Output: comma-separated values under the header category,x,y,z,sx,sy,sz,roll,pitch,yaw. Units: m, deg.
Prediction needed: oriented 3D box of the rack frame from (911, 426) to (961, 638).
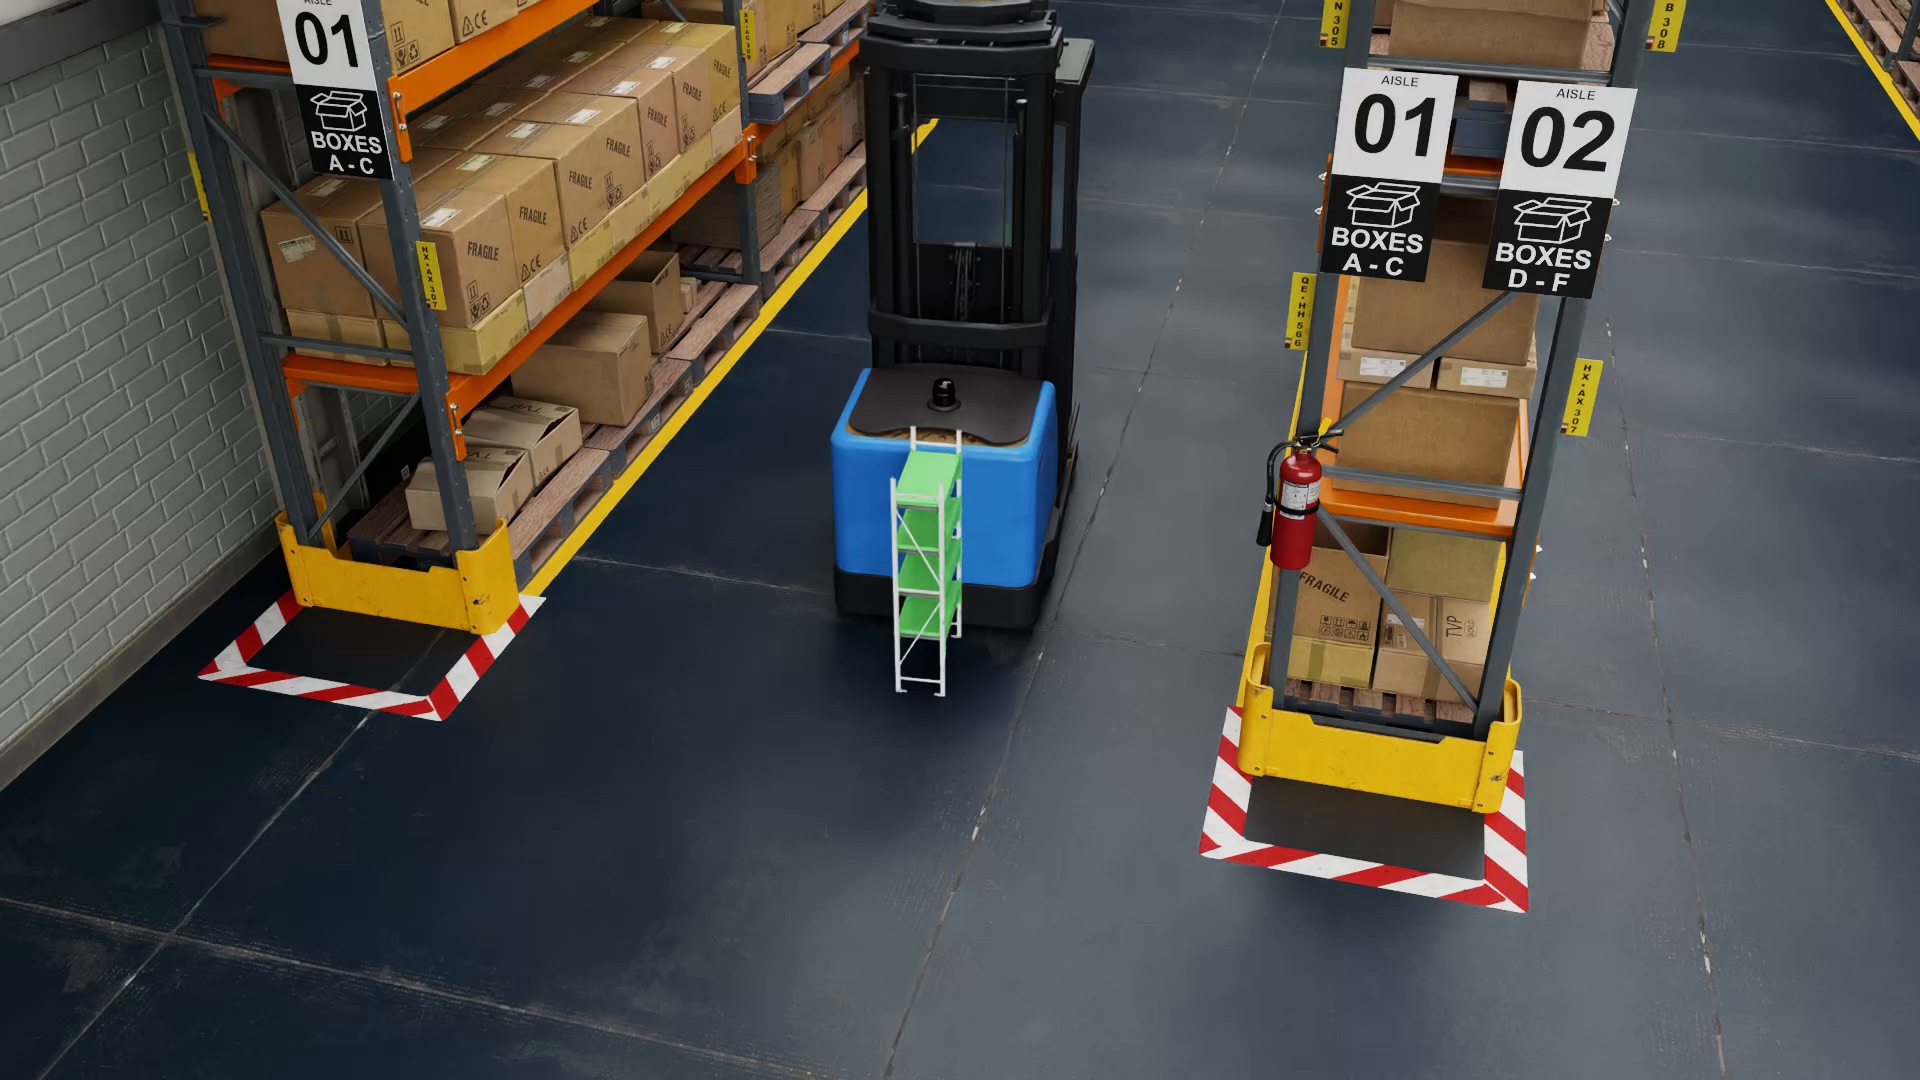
category,x,y,z,sx,sy,sz,roll,pitch,yaw
rack frame,-0.113,-0.019,8.160,0.240,1.200,0.015,5,33,8

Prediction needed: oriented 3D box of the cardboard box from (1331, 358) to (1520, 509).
category,x,y,z,sx,sy,sz,roll,pitch,yaw
cardboard box,2.002,-0.513,7.168,0.700,0.500,0.500,8,33,12

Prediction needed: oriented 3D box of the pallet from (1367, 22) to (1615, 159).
category,x,y,z,sx,sy,sz,roll,pitch,yaw
pallet,2.075,-1.823,6.607,1.003,0.211,1.213,8,33,12

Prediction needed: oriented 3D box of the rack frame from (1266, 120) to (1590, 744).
category,x,y,z,sx,sy,sz,roll,pitch,yaw
rack frame,1.871,-0.231,6.817,1.000,3.000,0.127,8,33,12

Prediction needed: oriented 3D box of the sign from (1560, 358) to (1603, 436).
category,x,y,z,sx,sy,sz,roll,pitch,yaw
sign,2.406,-0.551,6.440,0.100,0.325,0.005,8,33,12

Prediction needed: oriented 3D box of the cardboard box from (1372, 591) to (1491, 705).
category,x,y,z,sx,sy,sz,roll,pitch,yaw
cardboard box,2.222,0.505,7.832,0.500,0.250,0.500,8,33,12

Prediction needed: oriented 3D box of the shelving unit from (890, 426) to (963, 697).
category,x,y,z,sx,sy,sz,roll,pitch,yaw
shelving unit,-0.152,0.110,7.957,0.258,1.200,0.503,5,33,8

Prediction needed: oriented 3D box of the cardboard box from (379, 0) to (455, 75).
category,x,y,z,sx,sy,sz,roll,pitch,yaw
cardboard box,-2.595,-2.359,7.257,0.500,0.500,0.500,9,34,14

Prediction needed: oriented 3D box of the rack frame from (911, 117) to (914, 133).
category,x,y,z,sx,sy,sz,roll,pitch,yaw
rack frame,-0.891,-5.055,14.405,1.000,3.000,0.127,8,33,12

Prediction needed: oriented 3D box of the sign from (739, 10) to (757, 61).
category,x,y,z,sx,sy,sz,roll,pitch,yaw
sign,-1.380,-3.274,10.798,0.100,0.325,0.005,8,33,12

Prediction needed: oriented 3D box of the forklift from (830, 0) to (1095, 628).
category,x,y,z,sx,sy,sz,roll,pitch,yaw
forklift,0.102,-1.568,8.985,1.130,2.935,3.031,5,33,8

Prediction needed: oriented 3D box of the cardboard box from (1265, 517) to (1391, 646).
category,x,y,z,sx,sy,sz,roll,pitch,yaw
cardboard box,1.719,0.117,7.742,0.500,0.500,0.500,8,33,12

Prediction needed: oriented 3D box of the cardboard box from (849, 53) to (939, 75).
category,x,y,z,sx,sy,sz,roll,pitch,yaw
cardboard box,-0.578,-4.688,15.441,0.750,0.750,0.750,8,33,12

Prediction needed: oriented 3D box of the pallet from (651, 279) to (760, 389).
category,x,y,z,sx,sy,sz,roll,pitch,yaw
pallet,-2.043,-1.449,11.332,1.003,0.211,1.213,8,33,12

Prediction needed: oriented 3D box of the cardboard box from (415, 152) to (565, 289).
category,x,y,z,sx,sy,sz,roll,pitch,yaw
cardboard box,-2.375,-1.627,8.435,0.500,0.500,0.500,8,33,13

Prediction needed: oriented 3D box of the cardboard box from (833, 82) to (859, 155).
category,x,y,z,sx,sy,sz,roll,pitch,yaw
cardboard box,-1.267,-3.553,13.963,0.700,0.500,0.500,8,33,12

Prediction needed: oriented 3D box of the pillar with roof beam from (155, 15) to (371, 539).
category,x,y,z,sx,sy,sz,roll,pitch,yaw
pillar with roof beam,0.583,-3.330,6.100,9.100,9.000,0.400,8,33,12

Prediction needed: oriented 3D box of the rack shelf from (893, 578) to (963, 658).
category,x,y,z,sx,sy,sz,roll,pitch,yaw
rack shelf,-0.152,0.366,8.120,0.258,0.148,0.480,5,33,8

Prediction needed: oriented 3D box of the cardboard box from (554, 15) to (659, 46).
category,x,y,z,sx,sy,sz,roll,pitch,yaw
cardboard box,-2.228,-3.025,10.635,0.500,0.500,0.500,7,33,11

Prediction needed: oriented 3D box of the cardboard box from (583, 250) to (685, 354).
category,x,y,z,sx,sy,sz,roll,pitch,yaw
cardboard box,-2.131,-1.566,10.837,0.500,0.500,0.500,6,33,9

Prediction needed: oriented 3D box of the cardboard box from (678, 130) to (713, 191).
category,x,y,z,sx,sy,sz,roll,pitch,yaw
cardboard box,-1.868,-2.379,10.318,0.500,0.250,0.500,8,33,13

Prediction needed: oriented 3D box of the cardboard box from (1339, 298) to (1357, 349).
category,x,y,z,sx,sy,sz,roll,pitch,yaw
cardboard box,1.849,-0.907,7.183,0.380,0.149,0.250,9,34,14

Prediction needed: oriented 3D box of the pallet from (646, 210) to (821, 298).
category,x,y,z,sx,sy,sz,roll,pitch,yaw
pallet,-1.710,-2.206,12.524,1.003,0.211,1.213,8,33,12

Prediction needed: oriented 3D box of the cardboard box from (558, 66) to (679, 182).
category,x,y,z,sx,sy,sz,roll,pitch,yaw
cardboard box,-1.987,-2.433,9.704,0.500,0.500,0.500,7,33,11

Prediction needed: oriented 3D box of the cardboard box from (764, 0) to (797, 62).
category,x,y,z,sx,sy,sz,roll,pitch,yaw
cardboard box,-1.596,-3.755,11.858,0.700,0.500,0.500,11,34,17

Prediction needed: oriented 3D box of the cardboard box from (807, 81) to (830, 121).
category,x,y,z,sx,sy,sz,roll,pitch,yaw
cardboard box,-1.355,-3.566,13.285,0.500,0.250,0.500,8,33,12

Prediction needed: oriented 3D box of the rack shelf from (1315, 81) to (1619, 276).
category,x,y,z,sx,sy,sz,roll,pitch,yaw
rack shelf,2.378,-2.231,7.838,1.077,0.370,4.000,8,33,12

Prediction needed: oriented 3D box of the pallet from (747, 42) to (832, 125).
category,x,y,z,sx,sy,sz,roll,pitch,yaw
pallet,-1.572,-3.275,11.784,1.003,0.211,1.213,8,33,12

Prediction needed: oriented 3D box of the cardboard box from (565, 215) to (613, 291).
category,x,y,z,sx,sy,sz,roll,pitch,yaw
cardboard box,-2.238,-1.593,9.081,0.500,0.250,0.500,8,33,12

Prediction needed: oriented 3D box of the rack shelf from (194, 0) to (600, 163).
category,x,y,z,sx,sy,sz,roll,pitch,yaw
rack shelf,-2.414,-2.903,8.895,1.077,0.370,4.000,8,33,12

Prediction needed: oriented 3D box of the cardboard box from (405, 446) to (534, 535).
category,x,y,z,sx,sy,sz,roll,pitch,yaw
cardboard box,-2.659,-0.301,9.023,0.500,0.311,0.500,4,33,7

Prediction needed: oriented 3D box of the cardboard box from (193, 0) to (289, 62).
category,x,y,z,sx,sy,sz,roll,pitch,yaw
cardboard box,-3.061,-2.471,7.433,0.500,0.500,0.500,10,34,16

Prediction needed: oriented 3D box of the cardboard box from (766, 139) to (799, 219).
category,x,y,z,sx,sy,sz,roll,pitch,yaw
cardboard box,-1.653,-2.769,12.729,0.700,0.500,0.500,7,33,11

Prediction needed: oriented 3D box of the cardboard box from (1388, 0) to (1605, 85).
category,x,y,z,sx,sy,sz,roll,pitch,yaw
cardboard box,2.021,-2.074,6.302,0.797,0.503,0.637,10,34,16

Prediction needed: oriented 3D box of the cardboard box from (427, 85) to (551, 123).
category,x,y,z,sx,sy,sz,roll,pitch,yaw
cardboard box,-2.615,-2.228,9.381,0.500,0.500,0.500,8,33,13

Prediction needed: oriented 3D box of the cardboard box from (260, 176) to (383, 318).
category,x,y,z,sx,sy,sz,roll,pitch,yaw
cardboard box,-3.008,-1.438,8.139,0.500,0.500,0.500,8,33,12

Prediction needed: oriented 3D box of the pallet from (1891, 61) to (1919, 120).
category,x,y,z,sx,sy,sz,roll,pitch,yaw
pallet,9.470,-4.210,15.675,1.003,0.211,1.213,8,33,12

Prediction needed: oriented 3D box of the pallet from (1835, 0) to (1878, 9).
category,x,y,z,sx,sy,sz,roll,pitch,yaw
pallet,10.475,-6.258,18.897,1.003,0.211,1.213,8,33,12

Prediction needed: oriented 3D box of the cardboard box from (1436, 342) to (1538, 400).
category,x,y,z,sx,sy,sz,roll,pitch,yaw
cardboard box,2.179,-0.721,6.890,0.380,0.149,0.250,8,33,12

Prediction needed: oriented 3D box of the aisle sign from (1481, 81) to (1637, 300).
category,x,y,z,sx,sy,sz,roll,pitch,yaw
aisle sign,2.150,-1.252,6.000,0.394,0.787,0.004,8,33,12

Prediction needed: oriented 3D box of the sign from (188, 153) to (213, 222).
category,x,y,z,sx,sy,sz,roll,pitch,yaw
sign,-3.453,-1.611,7.614,0.100,0.325,0.005,8,33,12
